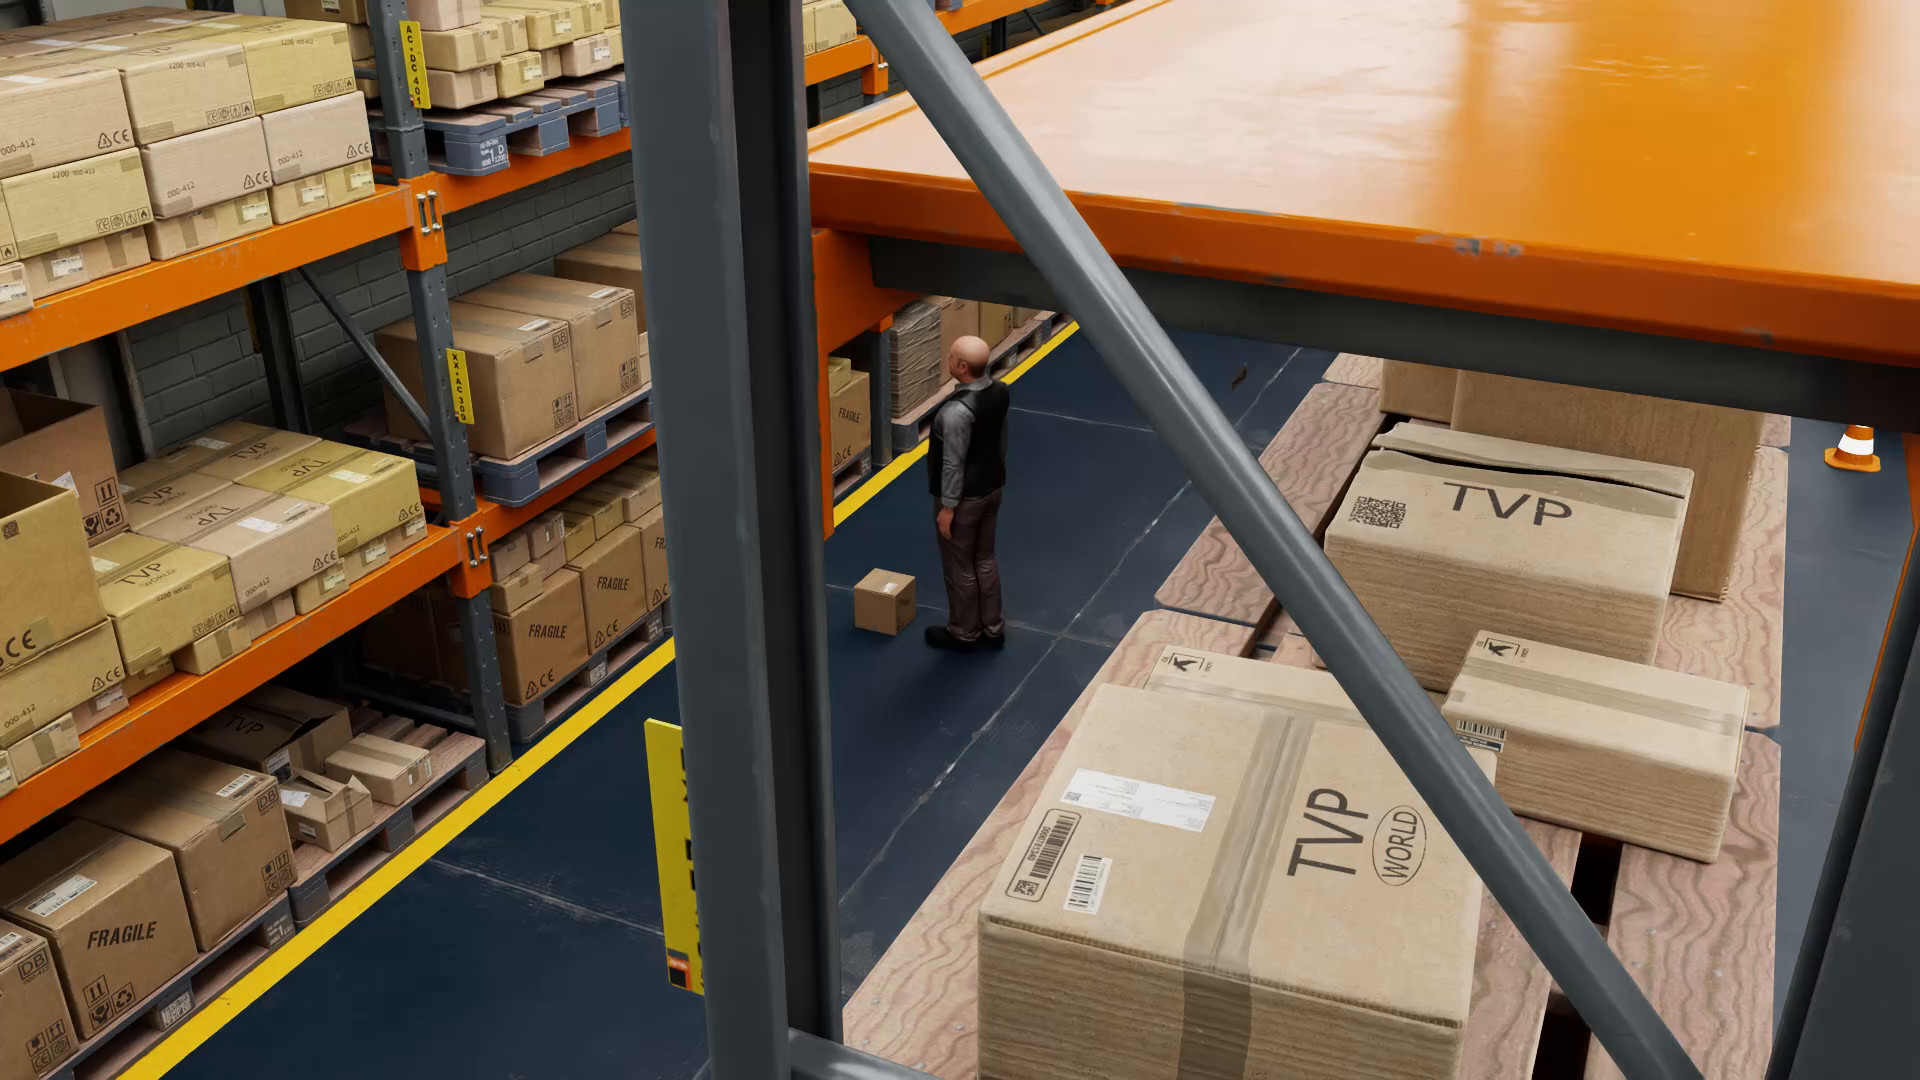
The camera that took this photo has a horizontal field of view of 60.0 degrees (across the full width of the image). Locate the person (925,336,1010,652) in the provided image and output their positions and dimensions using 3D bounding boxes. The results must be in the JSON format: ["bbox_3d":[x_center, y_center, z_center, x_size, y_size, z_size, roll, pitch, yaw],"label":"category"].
[{"bbox_3d":[0.044,-0.243,8.609,0.409,1.721,0.566,16,30,30],"label":"person"}]
